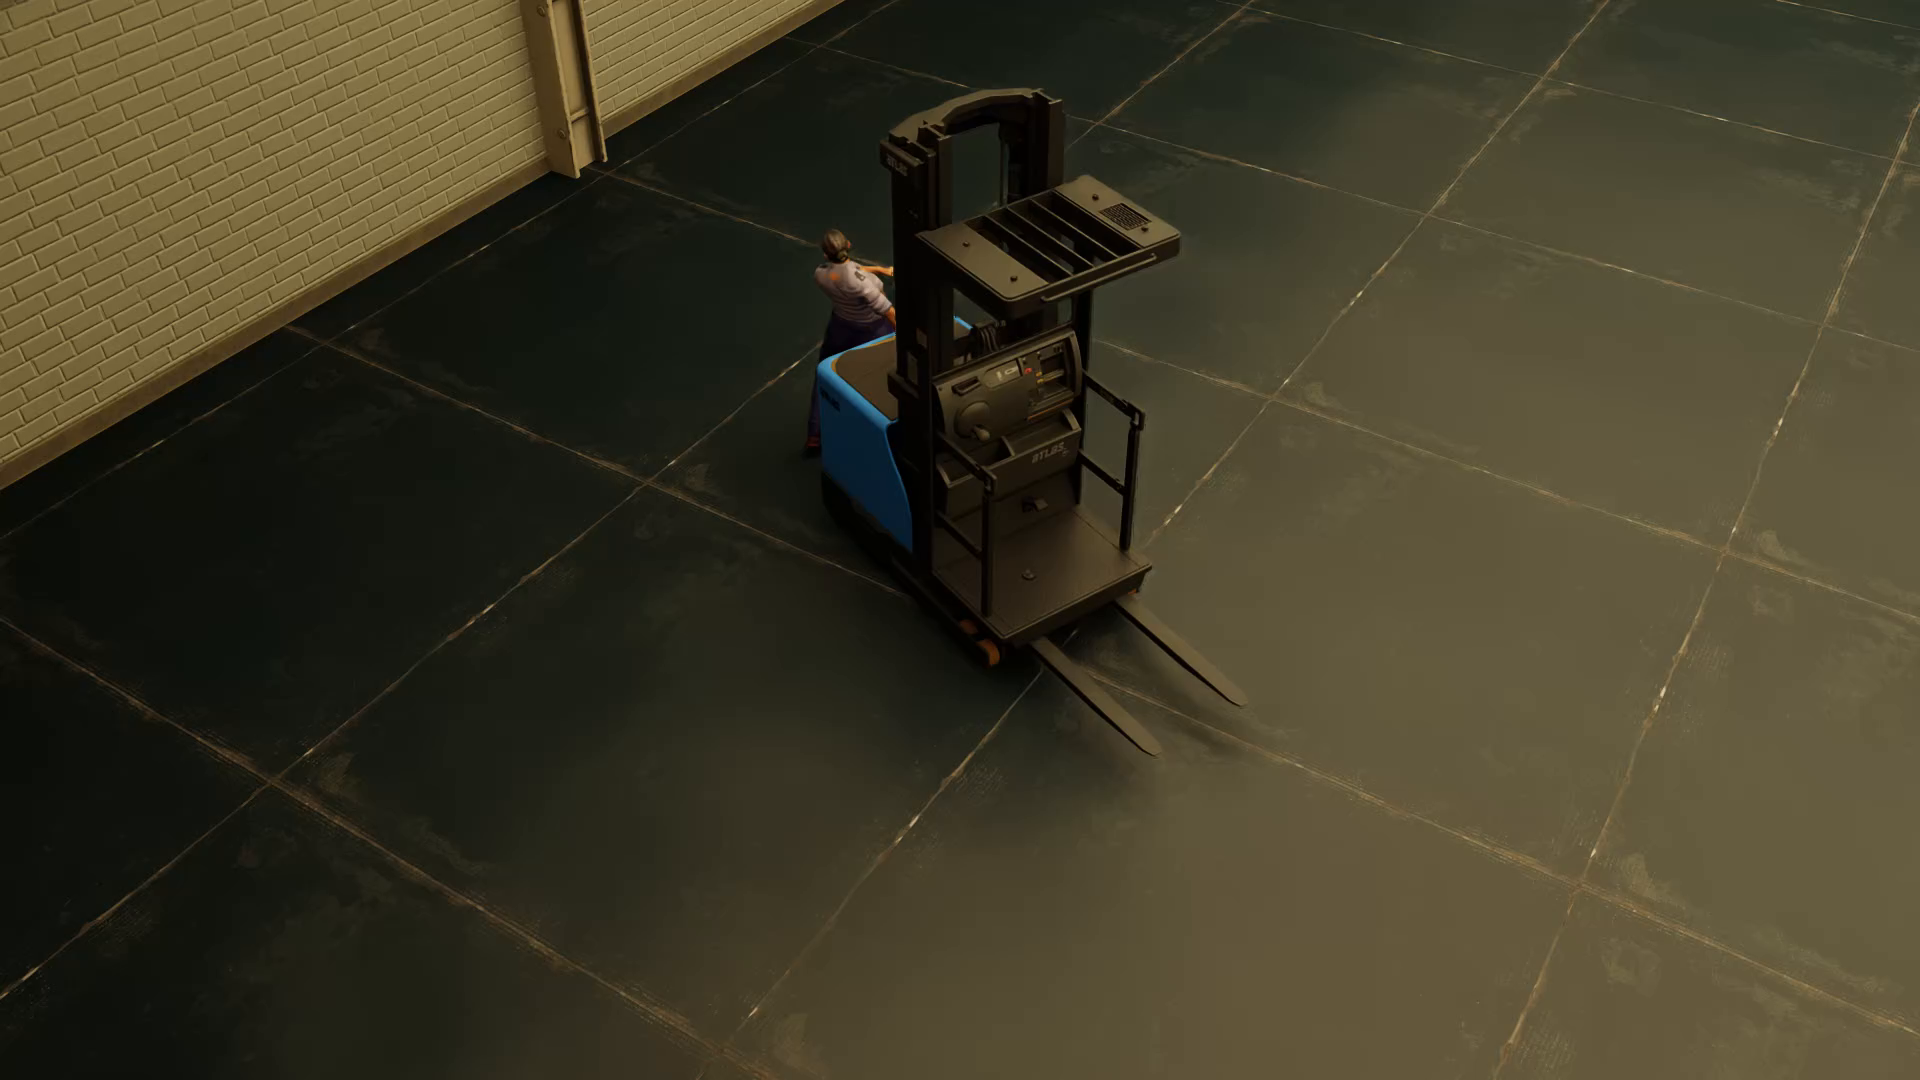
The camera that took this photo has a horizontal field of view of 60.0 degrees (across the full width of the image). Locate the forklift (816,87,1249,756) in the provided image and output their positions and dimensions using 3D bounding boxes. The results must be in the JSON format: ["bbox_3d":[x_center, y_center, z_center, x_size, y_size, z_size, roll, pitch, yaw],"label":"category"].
[{"bbox_3d":[0.396,-0.757,8.860,1.130,2.935,3.031,-25,46,-26],"label":"forklift"}]

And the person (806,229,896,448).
[{"bbox_3d":[-0.592,-1.317,10.604,0.719,1.524,0.824,13,42,15],"label":"person"}]
